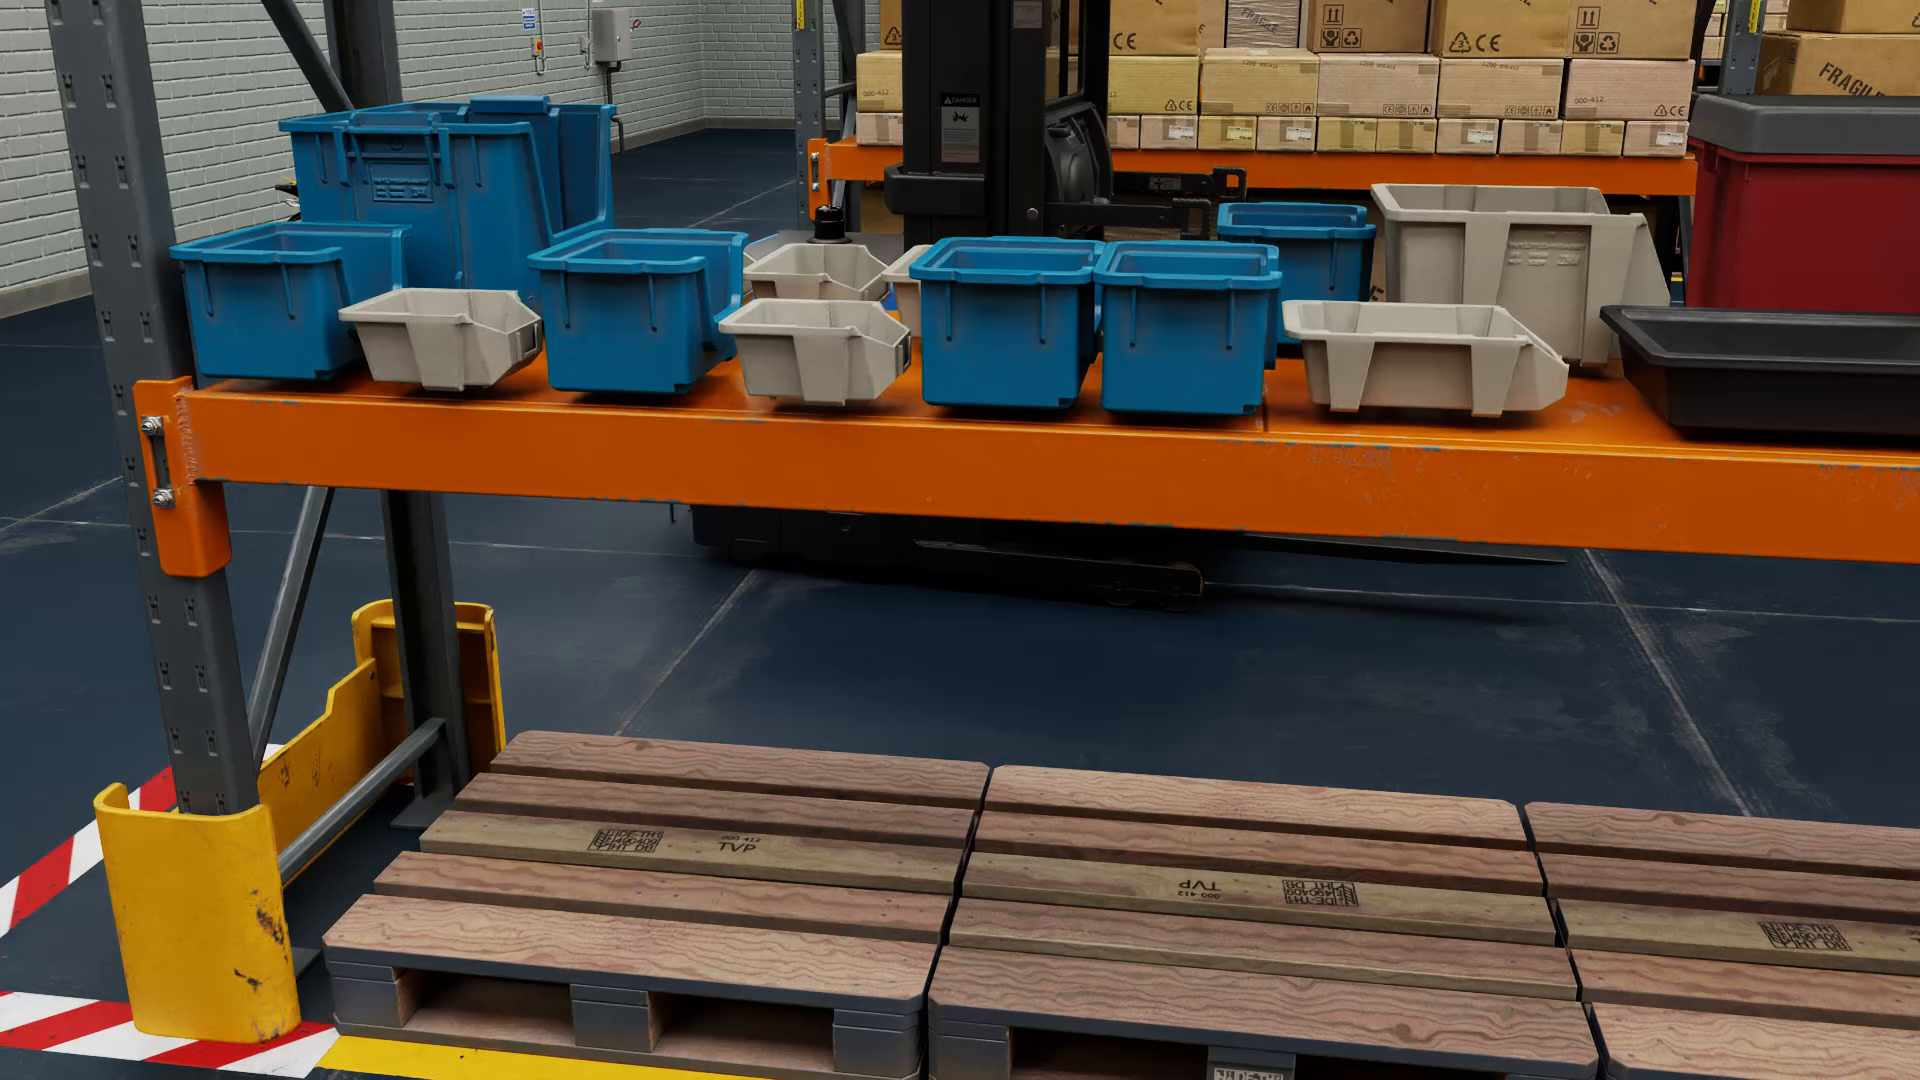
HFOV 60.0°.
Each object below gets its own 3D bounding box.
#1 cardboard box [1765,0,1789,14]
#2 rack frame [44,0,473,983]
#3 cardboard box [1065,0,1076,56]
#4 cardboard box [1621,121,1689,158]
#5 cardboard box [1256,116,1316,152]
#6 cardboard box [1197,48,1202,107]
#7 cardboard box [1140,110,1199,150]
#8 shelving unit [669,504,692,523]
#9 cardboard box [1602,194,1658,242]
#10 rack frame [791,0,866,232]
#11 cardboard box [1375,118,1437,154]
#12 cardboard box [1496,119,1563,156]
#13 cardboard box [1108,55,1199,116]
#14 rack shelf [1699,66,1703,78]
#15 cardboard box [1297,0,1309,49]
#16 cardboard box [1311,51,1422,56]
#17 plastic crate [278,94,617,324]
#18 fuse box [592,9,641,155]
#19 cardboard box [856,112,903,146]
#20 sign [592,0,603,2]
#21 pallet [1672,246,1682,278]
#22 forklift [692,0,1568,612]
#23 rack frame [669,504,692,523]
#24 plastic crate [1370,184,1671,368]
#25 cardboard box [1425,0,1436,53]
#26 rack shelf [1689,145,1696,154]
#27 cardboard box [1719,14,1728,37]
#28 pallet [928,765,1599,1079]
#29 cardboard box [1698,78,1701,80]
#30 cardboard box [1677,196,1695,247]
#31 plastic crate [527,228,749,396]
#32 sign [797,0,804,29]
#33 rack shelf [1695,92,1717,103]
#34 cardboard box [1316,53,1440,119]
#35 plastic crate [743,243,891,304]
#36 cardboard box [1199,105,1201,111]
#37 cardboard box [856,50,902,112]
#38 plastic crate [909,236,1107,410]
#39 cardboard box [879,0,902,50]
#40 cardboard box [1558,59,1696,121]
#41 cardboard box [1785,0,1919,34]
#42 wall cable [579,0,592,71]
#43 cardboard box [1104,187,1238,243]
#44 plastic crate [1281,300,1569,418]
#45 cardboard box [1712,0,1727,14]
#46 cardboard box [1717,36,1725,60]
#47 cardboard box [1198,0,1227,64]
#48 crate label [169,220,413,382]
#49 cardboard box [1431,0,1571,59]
[{"bbox_3d":[5.563,-3.656,11.300,0.250,0.149,0.380,3,19,8],"label":"cardboard box"},{"bbox_3d":[-1.403,-0.611,3.401,0.127,3.000,1.000,3,19,9],"label":"rack frame"},{"bbox_3d":[0.308,-2.454,7.496,0.500,0.500,0.500,2,19,7],"label":"cardboard box"},{"bbox_3d":[2.979,-1.755,7.216,0.250,0.149,0.380,3,19,9],"label":"cardboard box"},{"bbox_3d":[1.459,-1.832,7.448,0.250,0.149,0.380,3,19,10],"label":"cardboard box"},{"bbox_3d":[0.907,-2.240,8.038,0.500,0.250,0.500,2,19,7],"label":"cardboard box"},{"bbox_3d":[0.951,-1.858,7.525,0.250,0.149,0.380,3,19,8],"label":"cardboard box"},{"bbox_3d":[-0.985,-0.585,6.396,0.252,1.050,0.215,5,19,15],"label":"shelving unit"},{"bbox_3d":[2.693,-1.211,7.882,0.875,0.875,0.875,3,19,9],"label":"cardboard box"},{"bbox_3d":[-0.617,-2.162,8.039,0.127,3.000,1.000,3,19,9],"label":"rack frame"},{"bbox_3d":[1.963,-1.806,7.371,0.250,0.149,0.380,3,19,10],"label":"cardboard box"},{"bbox_3d":[2.472,-1.781,7.293,0.250,0.149,0.380,3,19,8],"label":"cardboard box"},{"bbox_3d":[0.824,-2.073,7.539,0.500,0.250,0.500,2,19,7],"label":"cardboard box"},{"bbox_3d":[6.879,-4.624,16.529,4.000,0.370,1.077,3,19,9],"label":"rack shelf"},{"bbox_3d":[2.693,-3.686,11.966,0.500,0.500,0.500,3,19,8],"label":"cardboard box"},{"bbox_3d":[1.907,-2.188,7.882,0.500,0.250,0.500,3,19,10],"label":"cardboard box"},{"bbox_3d":[-1.042,-0.698,3.511,0.499,0.435,0.616,3,19,9],"label":"plastic crate"},{"bbox_3d":[-4.139,-5.583,20.293,0.414,1.711,0.539,3,19,9],"label":"fuse box"},{"bbox_3d":[-0.319,-1.922,7.716,0.250,0.149,0.380,3,19,9],"label":"cardboard box"},{"bbox_3d":[-4.352,-6.579,19.937,0.001,0.242,0.339,3,19,9],"label":"sign"},{"bbox_3d":[4.988,-2.149,12.393,1.213,0.211,1.003,3,19,9],"label":"pallet"},{"bbox_3d":[0.600,-1.337,5.680,3.031,2.935,1.130,5,19,15],"label":"forklift"},{"bbox_3d":[-1.103,-0.595,6.427,0.008,1.050,0.200,5,19,15],"label":"rack frame"},{"bbox_3d":[1.068,-0.516,3.211,0.530,0.282,0.437,3,19,9],"label":"plastic crate"},{"bbox_3d":[2.415,-2.518,7.687,0.500,0.500,0.500,3,19,9],"label":"cardboard box"},{"bbox_3d":[5.307,-1.519,7.250,4.000,0.370,1.077,3,19,9],"label":"rack shelf"},{"bbox_3d":[5.303,-3.529,11.388,0.250,0.149,0.380,2,19,6],"label":"cardboard box"},{"bbox_3d":[0.607,0.827,3.498,1.213,0.211,1.003,3,19,9],"label":"pallet"},{"bbox_3d":[7.305,-4.163,16.705,0.875,0.875,0.875,3,19,9],"label":"cardboard box"},{"bbox_3d":[5.429,-2.377,11.959,0.500,0.500,0.500,4,19,11],"label":"cardboard box"},{"bbox_3d":[-0.561,-0.411,2.974,0.300,0.233,0.416,3,19,9],"label":"plastic crate"},{"bbox_3d":[-0.711,-2.437,7.370,0.005,0.325,0.100,3,19,9],"label":"sign"},{"bbox_3d":[6.194,-3.068,11.879,4.000,0.370,1.077,3,19,9],"label":"rack shelf"},{"bbox_3d":[1.840,-2.022,7.387,0.500,0.250,0.500,3,19,10],"label":"cardboard box"},{"bbox_3d":[-0.285,-0.511,3.423,0.243,0.136,0.396,3,19,9],"label":"plastic crate"},{"bbox_3d":[1.296,-2.052,8.103,0.250,0.149,0.380,3,19,10],"label":"cardboard box"},{"bbox_3d":[-0.186,-2.124,7.690,0.500,0.250,0.500,2,19,7],"label":"cardboard box"},{"bbox_3d":[0.089,-0.378,2.875,0.300,0.233,0.416,3,19,9],"label":"plastic crate"},{"bbox_3d":[-0.094,-2.646,8.069,0.500,0.500,0.500,3,19,9],"label":"cardboard box"},{"bbox_3d":[2.855,-1.971,7.234,0.500,0.250,0.500,3,19,8],"label":"cardboard box"},{"bbox_3d":[3.964,-2.455,7.174,0.637,0.503,0.797,2,19,7],"label":"cardboard box"},{"bbox_3d":[-4.403,-6.470,19.312,0.122,1.984,0.588,3,19,9],"label":"wall cable"},{"bbox_3d":[0.926,-1.301,8.151,0.875,0.875,0.875,3,19,9],"label":"cardboard box"},{"bbox_3d":[0.780,-0.306,2.812,0.466,0.136,0.293,3,19,9],"label":"plastic crate"},{"bbox_3d":[5.064,-3.682,11.378,0.250,0.149,0.380,3,19,9],"label":"cardboard box"},{"bbox_3d":[5.304,-3.387,11.433,0.250,0.149,0.380,3,19,9],"label":"cardboard box"},{"bbox_3d":[1.683,-3.743,12.136,0.500,0.500,0.500,3,19,9],"label":"cardboard box"},{"bbox_3d":[-1.211,-0.444,3.073,0.303,0.233,0.416,3,19,9],"label":"crate label"},{"bbox_3d":[2.342,-2.353,7.193,0.500,0.500,0.500,3,19,9],"label":"cardboard box"}]
